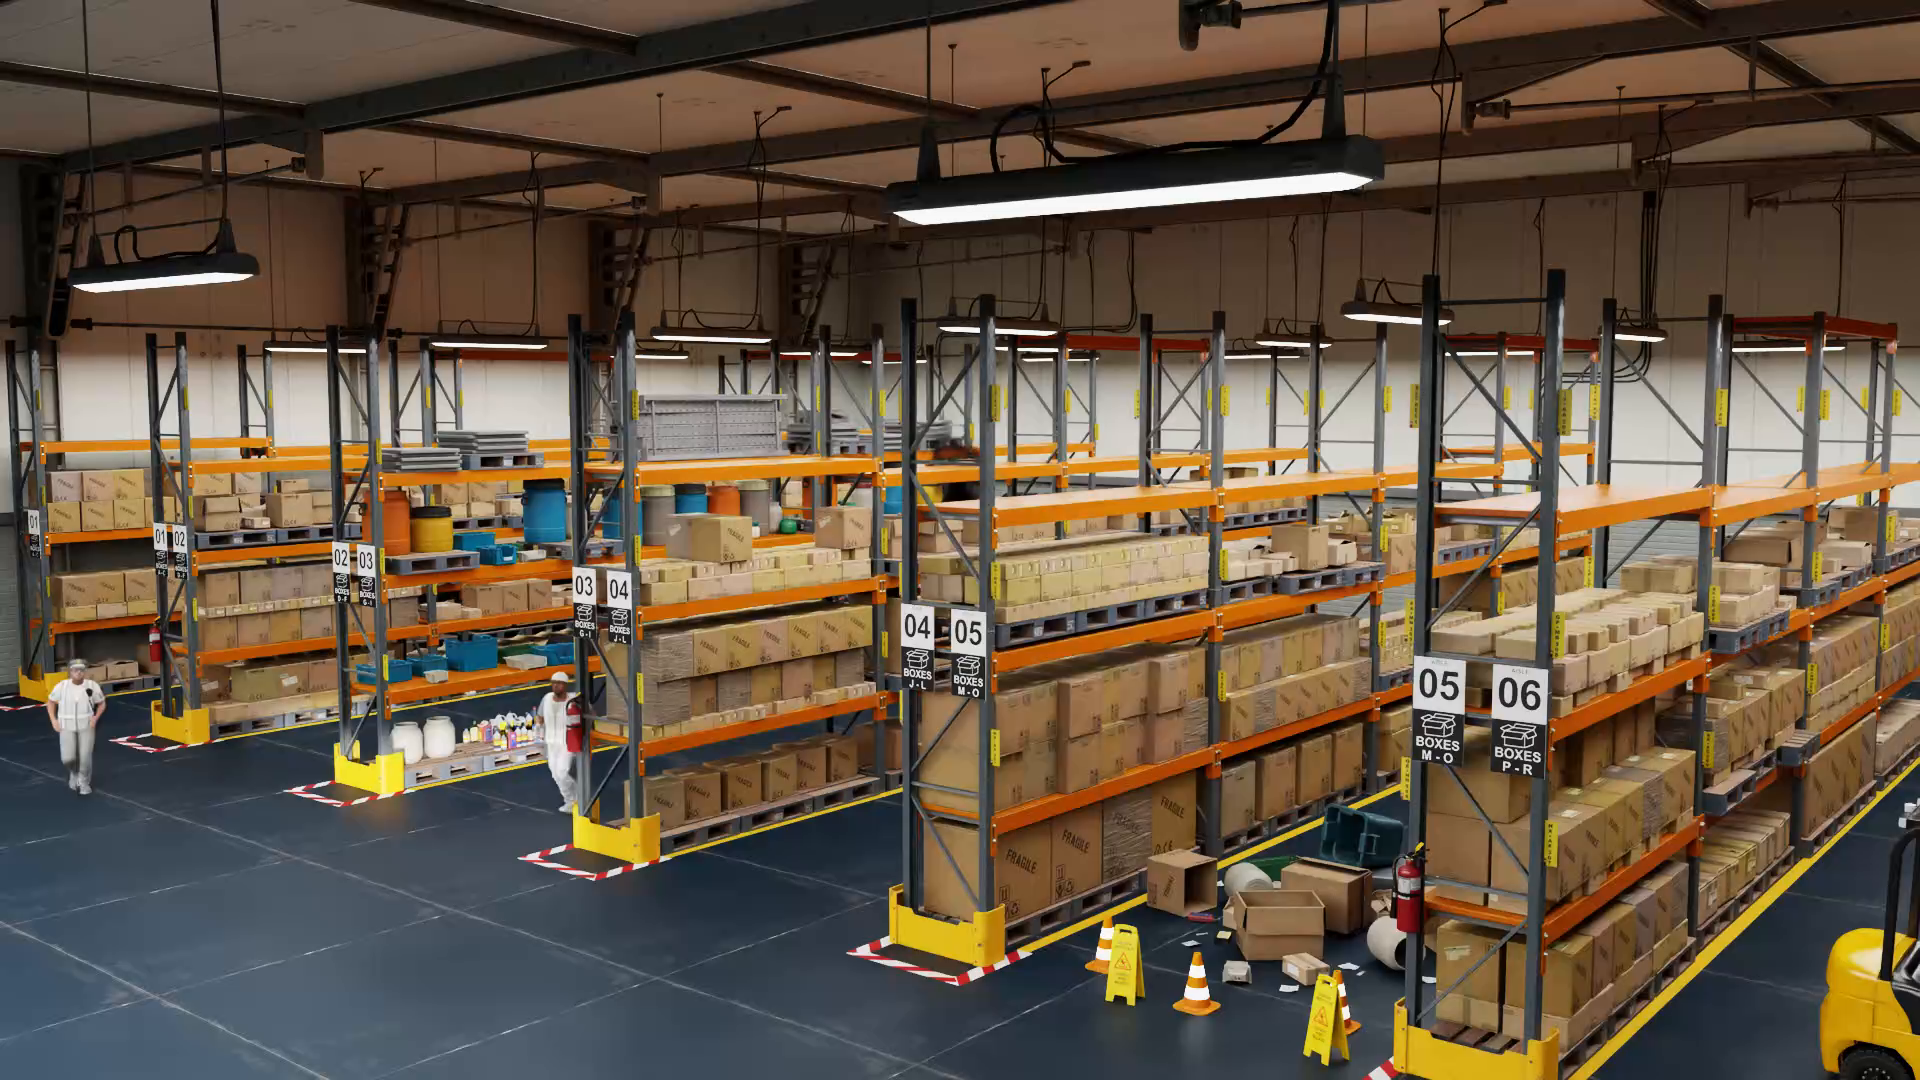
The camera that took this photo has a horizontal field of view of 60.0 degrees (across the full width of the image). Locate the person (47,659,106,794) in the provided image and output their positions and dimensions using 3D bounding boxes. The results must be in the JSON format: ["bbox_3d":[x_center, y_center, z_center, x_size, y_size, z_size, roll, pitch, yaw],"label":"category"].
[{"bbox_3d":[-11.285,2.387,21.267,0.670,1.749,0.533,-3,6,-27],"label":"person"}]

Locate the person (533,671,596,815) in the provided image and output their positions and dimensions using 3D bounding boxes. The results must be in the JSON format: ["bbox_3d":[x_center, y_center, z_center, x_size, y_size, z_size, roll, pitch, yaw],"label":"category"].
[{"bbox_3d":[-4.862,2.470,20.177,0.682,1.752,0.628,2,5,19],"label":"person"}]

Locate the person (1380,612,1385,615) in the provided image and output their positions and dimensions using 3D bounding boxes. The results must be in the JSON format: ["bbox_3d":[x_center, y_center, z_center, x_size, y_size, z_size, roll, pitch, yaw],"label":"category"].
[{"bbox_3d":[6.705,1.969,26.434,0.634,1.661,0.544,4,7,40],"label":"person"}]

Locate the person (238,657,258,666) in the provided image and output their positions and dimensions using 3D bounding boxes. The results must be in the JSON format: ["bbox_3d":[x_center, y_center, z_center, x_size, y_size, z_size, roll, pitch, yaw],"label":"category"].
[{"bbox_3d":[-11.573,1.908,26.951,0.565,1.655,0.553,3,6,33],"label":"person"}]
